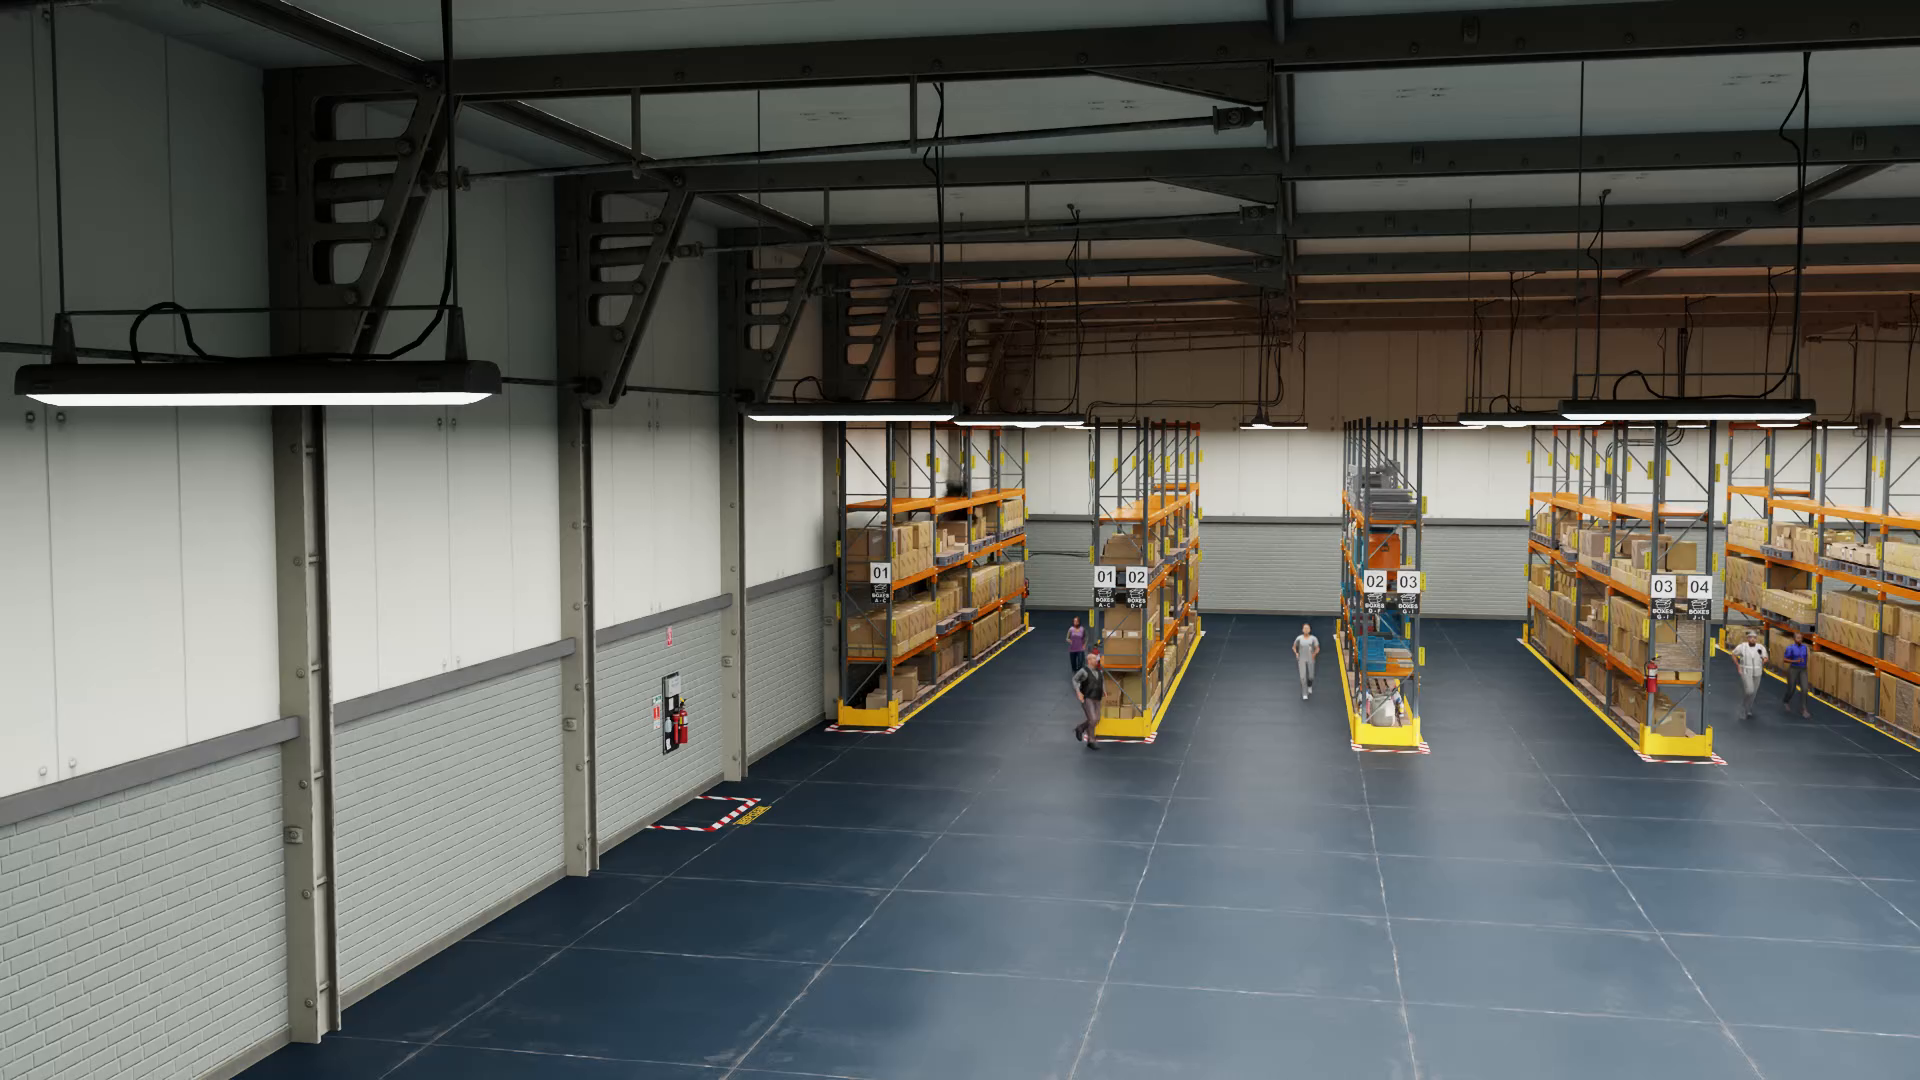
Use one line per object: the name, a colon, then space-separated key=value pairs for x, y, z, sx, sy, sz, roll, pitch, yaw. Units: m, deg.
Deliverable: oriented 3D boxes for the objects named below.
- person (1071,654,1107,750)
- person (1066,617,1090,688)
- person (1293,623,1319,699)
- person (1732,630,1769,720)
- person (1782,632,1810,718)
person: x=2.393 y=3.025 z=30.299 sx=0.700 sy=1.498 sz=0.701 roll=-3 pitch=5 yaw=-35
person: x=2.624 y=2.513 z=37.219 sx=0.516 sy=1.588 sz=0.604 roll=1 pitch=4 yaw=9
person: x=7.422 y=2.593 z=35.705 sx=0.562 sy=1.618 sz=0.594 roll=1 pitch=4 yaw=12
person: x=15.811 y=2.706 z=33.201 sx=0.626 sy=1.839 sz=0.747 roll=0 pitch=4 yaw=6
person: x=16.901 y=2.692 z=33.560 sx=0.581 sy=1.659 sz=0.876 roll=0 pitch=4 yaw=2
